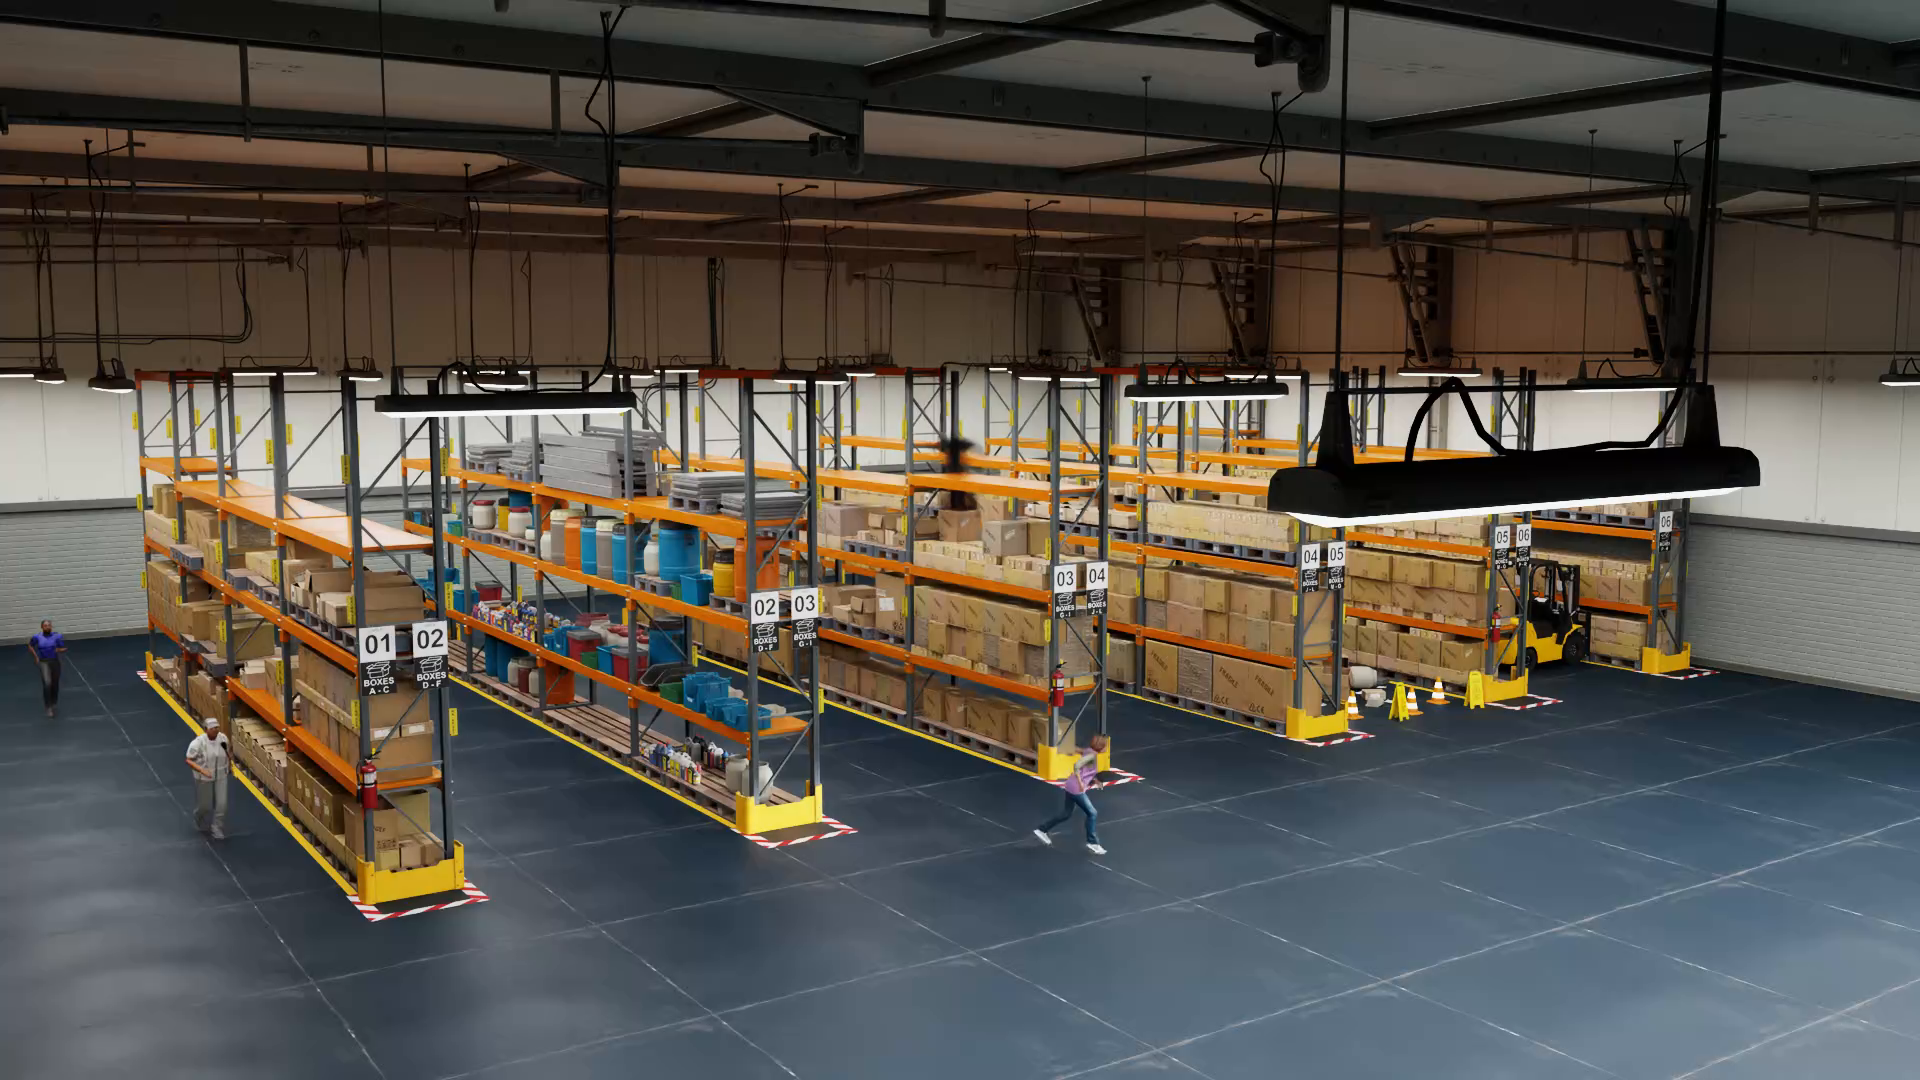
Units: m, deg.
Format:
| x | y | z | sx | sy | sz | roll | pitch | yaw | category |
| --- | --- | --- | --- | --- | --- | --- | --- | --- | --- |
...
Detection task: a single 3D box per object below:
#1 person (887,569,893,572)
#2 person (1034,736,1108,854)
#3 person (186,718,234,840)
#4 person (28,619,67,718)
| x | y | z | sx | sy | sz | roll | pitch | yaw | category |
| --- | --- | --- | --- | --- | --- | --- | --- | --- | --- |
| -1.474 | 1.480 | 35.539 | 0.635 | 1.790 | 0.854 | -3 | 7 | -27 | person |
| 1.401 | 3.228 | 21.019 | 0.920 | 1.545 | 0.575 | 1 | 6 | 6 | person |
| -9.822 | 3.094 | 21.760 | 0.604 | 1.614 | 0.715 | -6 | 9 | -41 | person |
| -15.944 | 2.223 | 29.112 | 0.579 | 1.696 | 0.733 | -4 | 8 | -33 | person |
